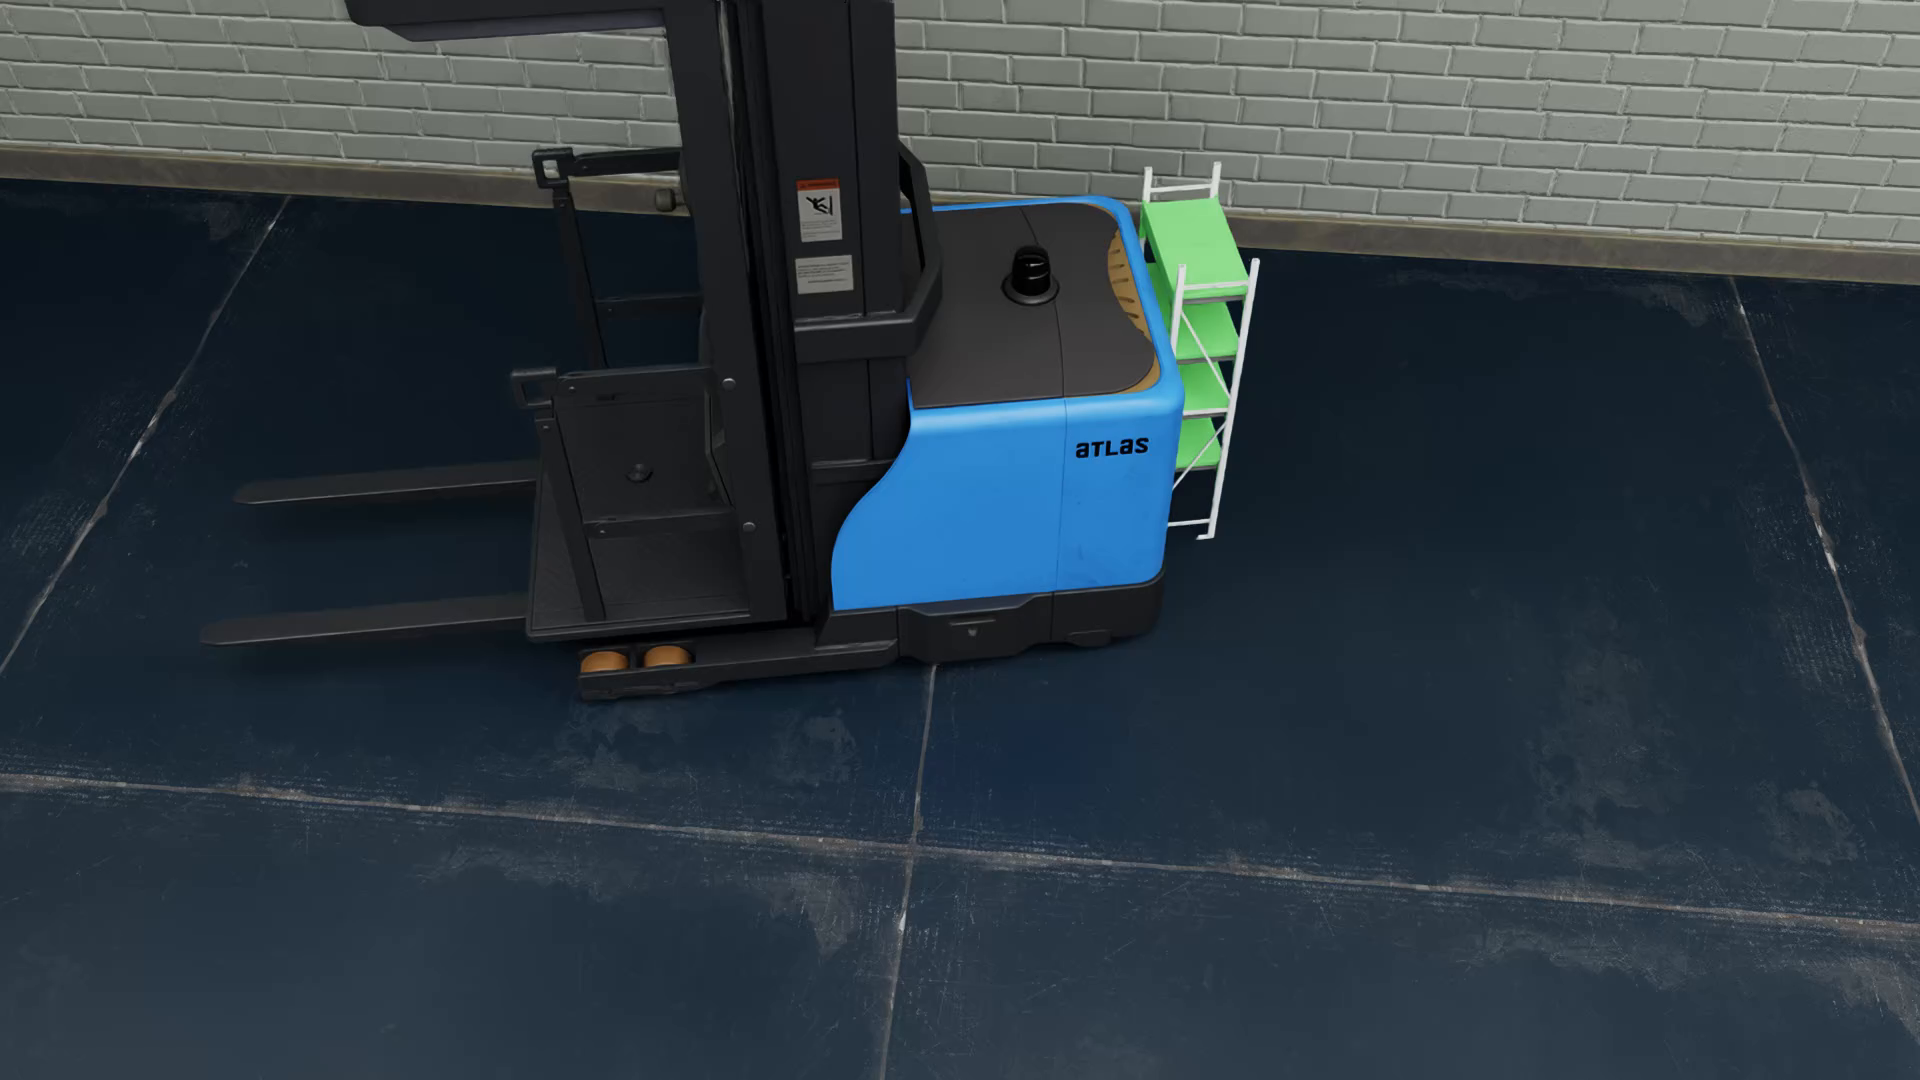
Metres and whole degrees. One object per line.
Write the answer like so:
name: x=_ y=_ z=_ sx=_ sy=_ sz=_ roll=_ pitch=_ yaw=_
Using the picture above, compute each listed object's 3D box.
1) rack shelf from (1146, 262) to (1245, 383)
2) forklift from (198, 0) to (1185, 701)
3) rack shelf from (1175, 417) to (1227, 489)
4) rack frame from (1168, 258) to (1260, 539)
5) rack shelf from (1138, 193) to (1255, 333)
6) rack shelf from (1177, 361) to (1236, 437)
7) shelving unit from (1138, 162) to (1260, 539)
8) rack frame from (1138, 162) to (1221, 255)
rack shelf: x=0.728 y=-0.704 z=5.342 sx=0.258 sy=0.148 sz=0.480 roll=-5 pitch=48 yaw=-5
forklift: x=-0.899 y=-0.897 z=4.584 sx=3.031 sy=2.935 sz=1.130 roll=-5 pitch=48 yaw=-5
rack shelf: x=0.728 y=-0.380 z=5.696 sx=0.258 sy=0.148 sz=0.480 roll=-5 pitch=48 yaw=-5
rack frame: x=0.758 y=-0.406 z=5.308 sx=0.240 sy=1.200 sz=0.015 roll=-5 pitch=48 yaw=-5
rack shelf: x=0.728 y=-0.866 z=5.165 sx=0.258 sy=0.148 sz=0.480 roll=-5 pitch=48 yaw=-5
rack shelf: x=0.728 y=-0.542 z=5.519 sx=0.258 sy=0.148 sz=0.480 roll=-5 pitch=48 yaw=-5
shelving unit: x=0.728 y=-0.585 z=5.472 sx=0.258 sy=1.200 sz=0.503 roll=-5 pitch=48 yaw=-5
rack frame: x=0.697 y=-0.763 z=5.635 sx=0.240 sy=1.200 sz=0.015 roll=-5 pitch=48 yaw=-5
